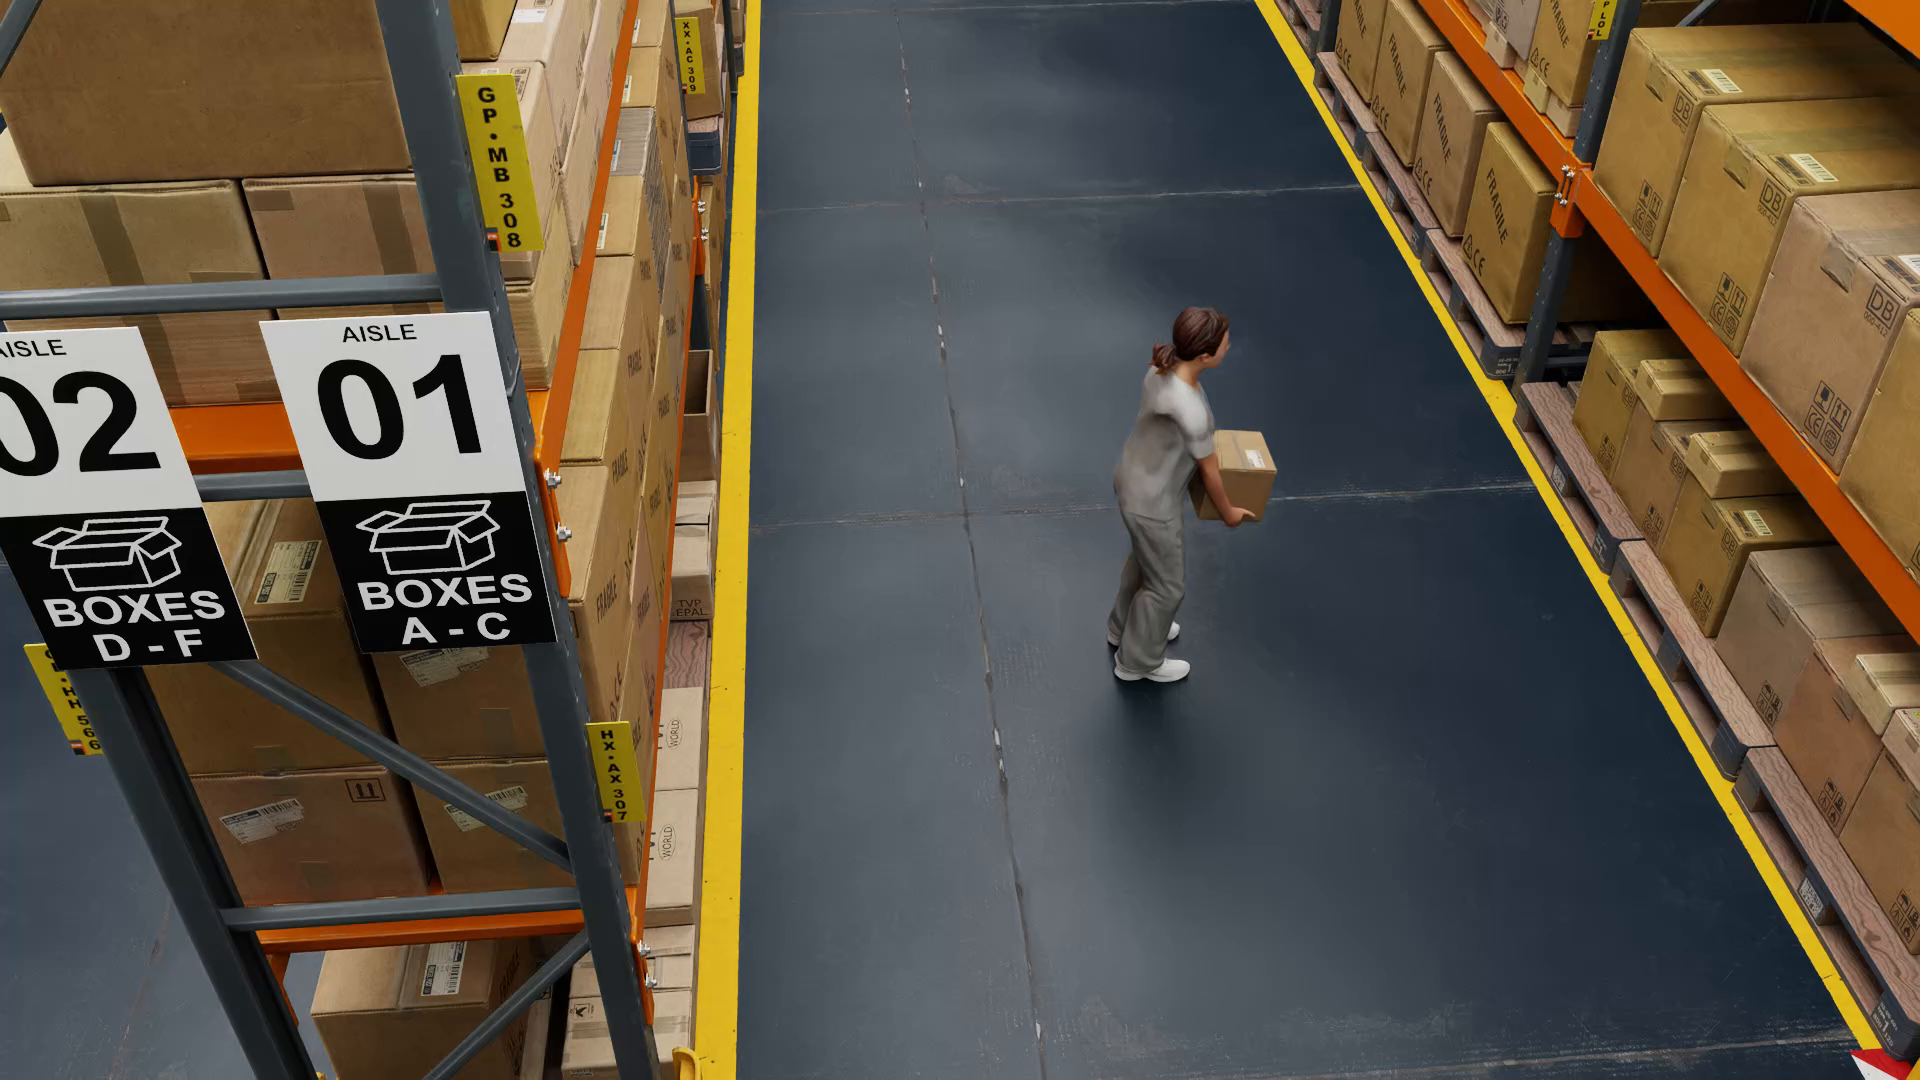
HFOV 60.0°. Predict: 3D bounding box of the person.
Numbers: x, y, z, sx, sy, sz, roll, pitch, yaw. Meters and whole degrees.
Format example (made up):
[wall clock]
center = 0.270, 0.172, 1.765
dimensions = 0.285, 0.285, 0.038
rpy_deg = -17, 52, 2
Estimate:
[person]
center = 0.846, -0.172, 6.385
dimensions = 0.519, 1.658, 0.409
rpy_deg = -4, 39, -5
